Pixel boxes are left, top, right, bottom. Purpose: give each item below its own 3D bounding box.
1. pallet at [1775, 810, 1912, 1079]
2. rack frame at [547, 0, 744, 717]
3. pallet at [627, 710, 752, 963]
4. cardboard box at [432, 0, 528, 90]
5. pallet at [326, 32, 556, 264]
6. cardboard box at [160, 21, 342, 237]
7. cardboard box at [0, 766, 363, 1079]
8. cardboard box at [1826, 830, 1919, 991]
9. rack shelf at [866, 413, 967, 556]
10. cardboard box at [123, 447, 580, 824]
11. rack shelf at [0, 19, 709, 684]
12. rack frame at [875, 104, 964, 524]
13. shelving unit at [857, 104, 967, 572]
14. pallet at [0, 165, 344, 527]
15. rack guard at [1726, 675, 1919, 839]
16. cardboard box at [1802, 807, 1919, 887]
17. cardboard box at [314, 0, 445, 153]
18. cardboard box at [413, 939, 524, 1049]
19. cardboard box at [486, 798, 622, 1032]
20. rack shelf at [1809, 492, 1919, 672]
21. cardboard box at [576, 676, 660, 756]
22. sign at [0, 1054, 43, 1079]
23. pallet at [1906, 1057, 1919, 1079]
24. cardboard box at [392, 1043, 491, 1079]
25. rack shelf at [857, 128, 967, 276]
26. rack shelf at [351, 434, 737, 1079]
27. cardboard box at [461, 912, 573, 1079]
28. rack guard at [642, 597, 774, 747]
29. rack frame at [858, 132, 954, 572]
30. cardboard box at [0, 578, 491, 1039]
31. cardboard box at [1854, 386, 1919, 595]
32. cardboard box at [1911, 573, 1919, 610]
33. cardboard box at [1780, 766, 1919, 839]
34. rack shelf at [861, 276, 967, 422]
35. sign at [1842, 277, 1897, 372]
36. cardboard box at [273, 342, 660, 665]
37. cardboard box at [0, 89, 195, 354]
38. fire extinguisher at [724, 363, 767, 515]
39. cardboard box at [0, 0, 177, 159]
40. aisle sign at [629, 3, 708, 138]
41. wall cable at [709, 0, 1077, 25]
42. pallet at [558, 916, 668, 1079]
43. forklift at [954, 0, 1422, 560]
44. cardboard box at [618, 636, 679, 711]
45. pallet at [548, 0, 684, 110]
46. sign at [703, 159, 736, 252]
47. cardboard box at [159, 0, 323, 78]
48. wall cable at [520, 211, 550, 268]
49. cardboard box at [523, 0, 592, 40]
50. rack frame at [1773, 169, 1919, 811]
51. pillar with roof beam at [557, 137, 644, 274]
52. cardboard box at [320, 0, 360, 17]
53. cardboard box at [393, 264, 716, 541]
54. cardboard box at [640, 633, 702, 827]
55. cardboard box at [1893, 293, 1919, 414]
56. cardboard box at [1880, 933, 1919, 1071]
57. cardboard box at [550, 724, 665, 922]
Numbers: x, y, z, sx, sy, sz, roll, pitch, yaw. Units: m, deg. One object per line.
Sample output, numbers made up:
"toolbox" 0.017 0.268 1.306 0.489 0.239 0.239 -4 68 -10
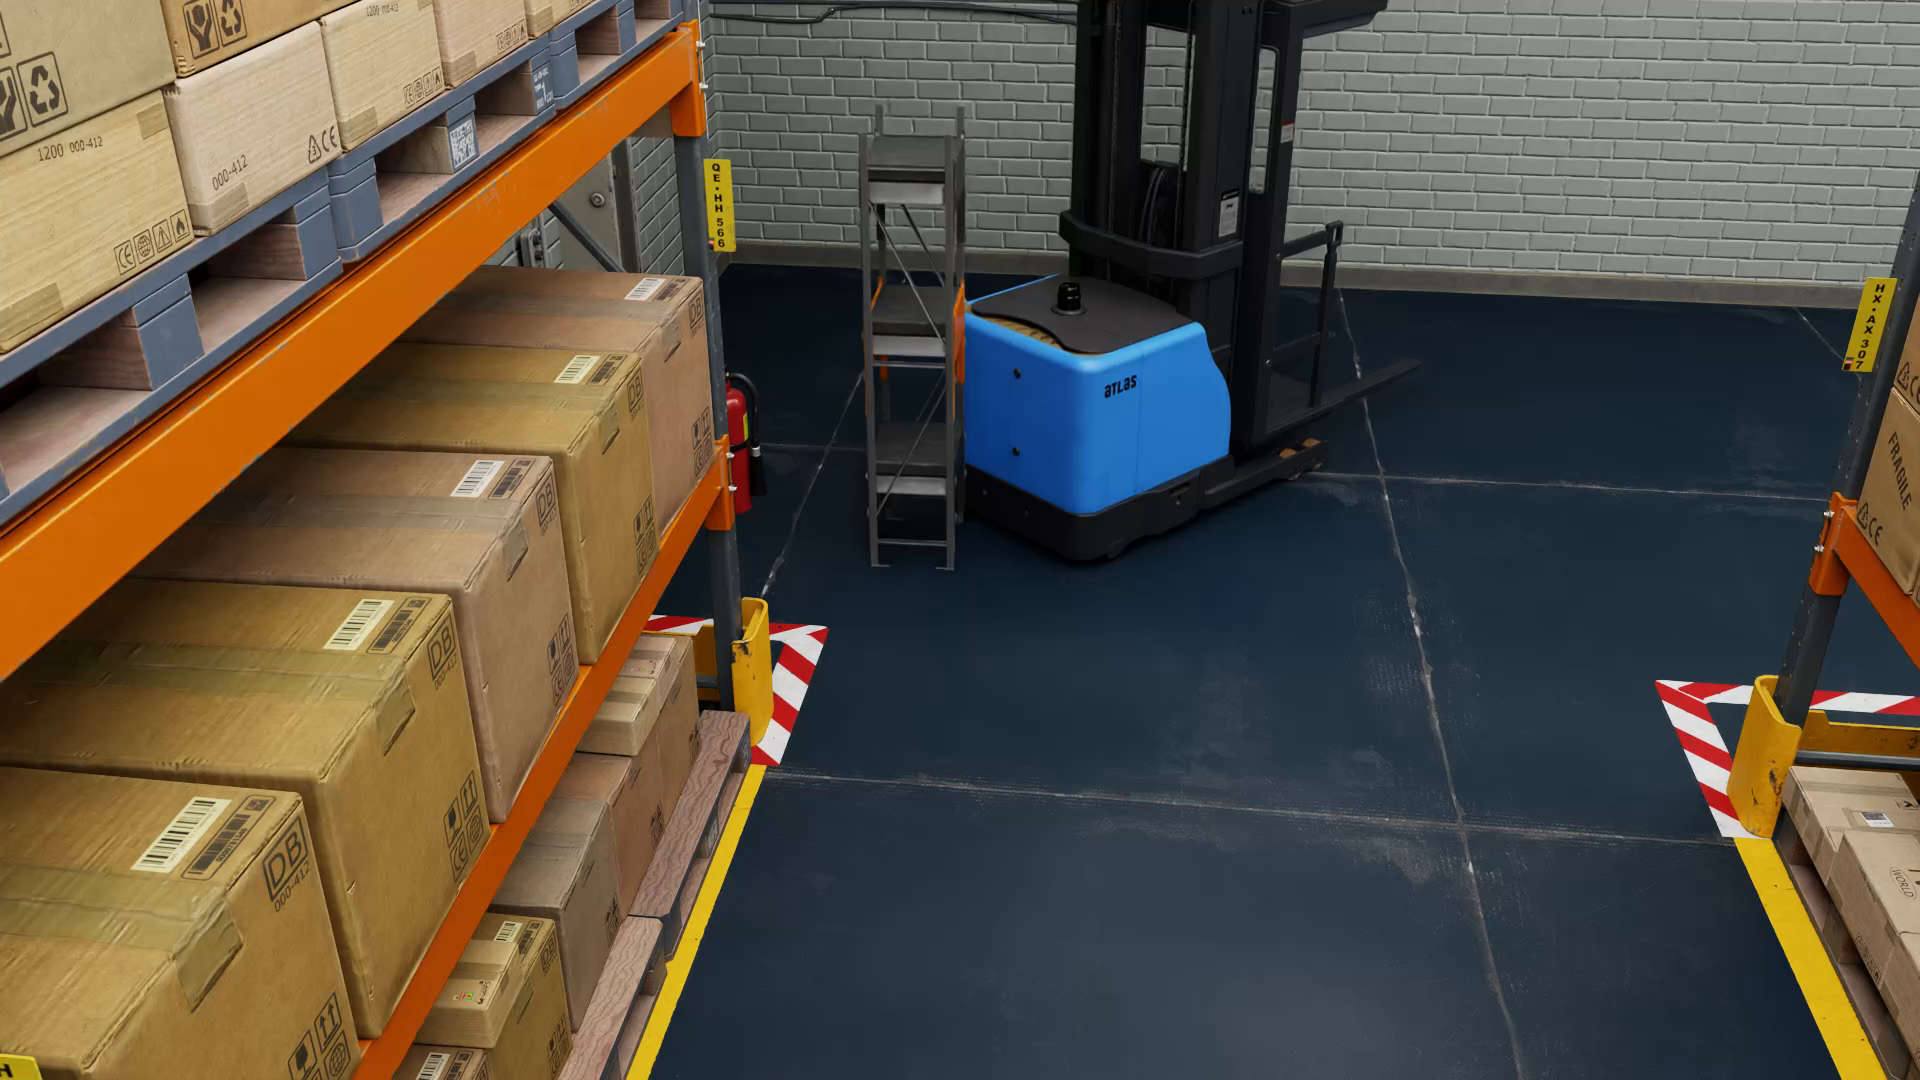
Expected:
"pallet" 3.438 1.343 5.536 1.003 0.211 1.213 3 28 6
"rack frame" -1.372 -0.582 6.168 1.000 3.000 0.127 3 28 6
"pallet" -1.393 1.026 6.123 1.003 0.211 1.213 3 28 6
"cardboard box" -1.320 -1.215 3.790 0.500 0.250 0.500 3 28 5
"pallet" -1.600 -0.938 3.760 1.003 0.211 1.213 3 28 6
"cardboard box" -1.440 -0.732 2.893 0.500 0.250 0.500 3 28 5
"cardboard box" -1.780 0.914 3.074 0.980 0.700 0.700 4 29 7
"cardboard box" 3.135 1.195 5.304 0.500 0.250 0.500 3 28 6
"rack shelf" -0.205 -0.273 8.047 0.431 0.518 0.480 3 28 5
"cardboard box" -1.606 0.228 4.348 0.980 0.700 0.700 2 28 4
"rack shelf" -1.618 -0.645 3.880 1.077 0.370 4.000 3 28 6
"rack frame" -0.181 -1.016 7.922 0.400 2.100 0.015 3 28 5
"shelving unit" -0.205 -0.901 7.708 0.431 2.100 0.503 3 28 5
"pallet" -1.752 -0.365 2.697 1.003 0.211 1.213 3 28 6
"rack guard" 3.535 0.840 6.164 1.175 0.500 0.348 3 28 6
"cardboard box" 3.121 1.052 5.658 0.380 0.166 0.250 3 28 6
"cardboard box" -1.384 -0.974 3.342 0.500 0.250 0.500 3 28 5
"cardboard box" -1.382 1.188 4.391 0.380 0.149 0.250 3 28 5
"cardboard box" -1.481 1.141 5.162 0.700 0.500 0.500 2 28 5
"rack shelf" 3.299 0.962 4.060 1.077 0.370 4.000 3 28 6
"cardboard box" -1.224 0.574 5.530 0.380 0.149 0.250 4 29 8
"sign" -1.323 0.853 2.368 0.100 0.325 0.005 3 28 6
"pallet" 3.286 1.915 4.473 1.003 0.211 1.213 3 28 6
"cardboard box" -1.604 1.634 4.248 0.700 0.500 0.500 3 28 6
"rack shelf" -0.205 -1.505 7.383 0.431 0.518 0.480 3 28 5
"rack shelf" -1.618 0.676 4.591 1.077 0.370 4.000 3 28 6
"cardboard box" -1.539 1.392 4.696 0.700 0.500 0.500 4 29 7
"rack guard" -1.370 0.507 6.782 1.175 0.500 0.348 3 28 6
"rack frame" -0.229 -0.786 7.495 0.400 2.100 0.015 3 28 5
"cardboard box" -1.685 0.571 3.712 0.980 0.700 0.700 3 28 5
"cardboard box" 3.228 -0.147 5.254 0.500 0.500 0.500 4 29 7
"cardboard box" 3.170 0.096 4.803 0.500 0.500 0.500 3 28 6
"cardboard box" 3.152 0.942 5.880 0.380 0.149 0.250 3 28 6
"rack shelf" -0.205 -0.889 7.715 0.431 0.518 0.480 3 28 5
"sign" 3.006 -0.709 5.490 0.100 0.325 0.005 3 28 6
"cardboard box" -1.503 -0.131 5.014 0.980 0.700 0.700 3 28 6
"cardboard box" -1.516 -0.493 2.450 0.500 0.250 0.500 3 28 6
"fire extinguisher" -0.896 -0.428 6.357 0.296 0.674 0.183 3 28 6
"cardboard box" -1.497 -0.832 2.289 0.500 0.500 0.500 3 28 6
"aisle sign" -1.066 -1.743 5.582 0.394 0.787 0.004 3 28 6
"wall cable" -0.325 -4.498 10.385 3.097 2.526 0.112 3 28 6
"pallet" -1.545 1.599 5.060 1.003 0.211 1.213 3 28 6
"forklift" 1.351 -1.773 8.451 3.031 2.935 1.130 -23 36 -36
"cardboard box" -1.194 0.454 5.753 0.380 0.149 0.250 3 28 6
"pallet" -1.453 -1.514 4.829 1.003 0.211 1.213 3 28 6
"sign" -0.836 -1.158 5.767 0.100 0.325 0.005 3 28 6
"cardboard box" -1.440 -1.075 2.739 0.500 0.500 0.500 3 28 5
"wall cable" -2.154 -1.687 7.148 0.084 1.984 1.851 3 28 6
"cardboard box" -1.261 -1.461 4.246 0.500 0.250 0.500 2 28 4
"rack frame" 3.544 -0.296 5.637 1.000 3.000 0.127 3 28 6
"pillar with roof beam" 2.372 -4.294 6.733 9.100 9.000 0.400 3 28 6
"cardboard box" -1.385 -1.307 3.171 0.500 0.500 0.500 4 29 7
"cardboard box" -1.425 -0.474 5.650 0.980 0.700 0.700 5 29 9
"cardboard box" -1.359 0.669 6.039 0.700 0.500 0.500 3 28 6
"cardboard box" 3.228 -0.587 5.017 0.500 0.500 0.500 4 29 8
"cardboard box" 3.074 1.431 4.867 0.500 0.250 0.500 3 28 6
"cardboard box" -1.420 0.904 5.602 0.700 0.500 0.500 3 28 6
